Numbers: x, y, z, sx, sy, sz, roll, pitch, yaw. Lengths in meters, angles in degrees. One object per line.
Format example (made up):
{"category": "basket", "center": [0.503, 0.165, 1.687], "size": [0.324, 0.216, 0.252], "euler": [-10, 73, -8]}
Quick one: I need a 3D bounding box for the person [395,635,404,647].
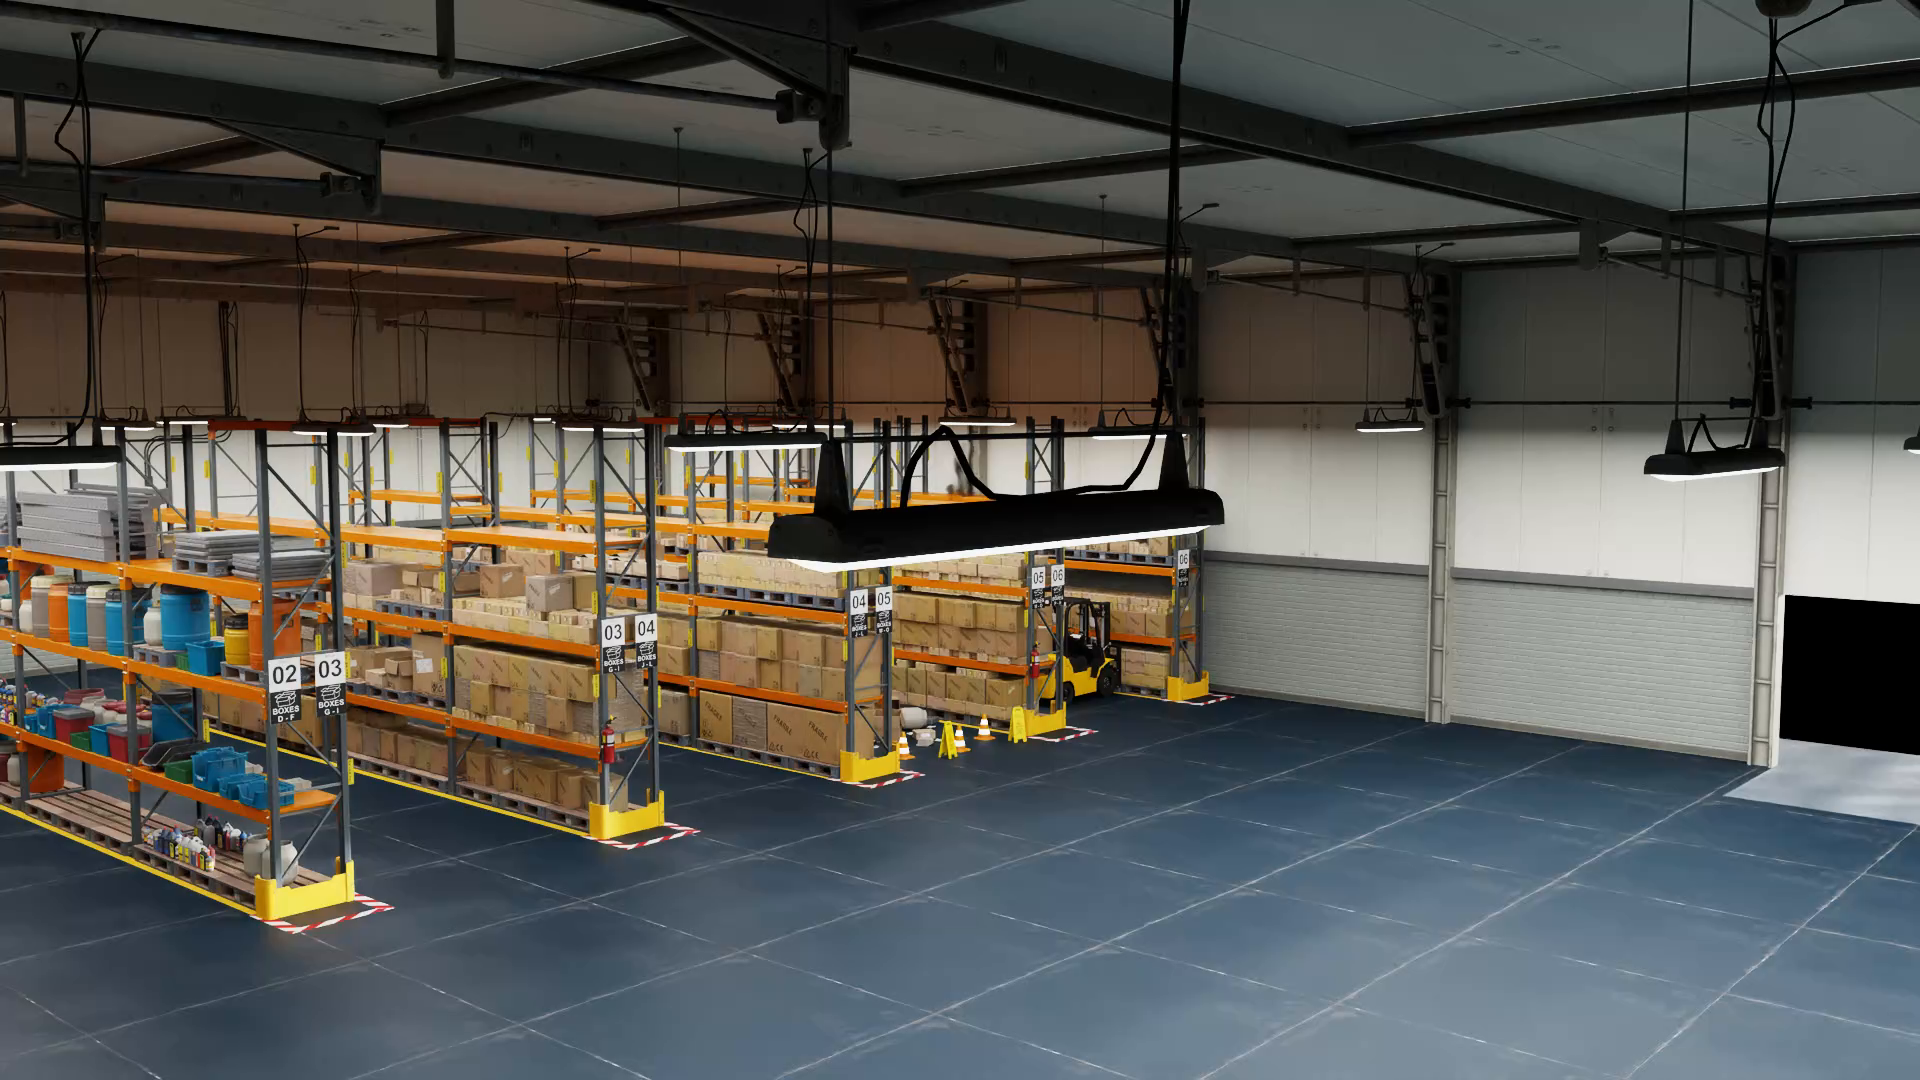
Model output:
{"category": "person", "center": [-13.473, 2.215, 39.890], "size": [0.439, 1.659, 0.607], "euler": [2, 5, 20]}

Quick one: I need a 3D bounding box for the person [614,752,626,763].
{"category": "person", "center": [-6.271, 3.126, 29.383], "size": [0.994, 1.627, 0.627], "euler": [3, 6, 36]}

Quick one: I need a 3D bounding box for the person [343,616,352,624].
{"category": "person", "center": [-14.884, 2.080, 40.736], "size": [0.597, 1.702, 0.919], "euler": [0, 5, -5]}
